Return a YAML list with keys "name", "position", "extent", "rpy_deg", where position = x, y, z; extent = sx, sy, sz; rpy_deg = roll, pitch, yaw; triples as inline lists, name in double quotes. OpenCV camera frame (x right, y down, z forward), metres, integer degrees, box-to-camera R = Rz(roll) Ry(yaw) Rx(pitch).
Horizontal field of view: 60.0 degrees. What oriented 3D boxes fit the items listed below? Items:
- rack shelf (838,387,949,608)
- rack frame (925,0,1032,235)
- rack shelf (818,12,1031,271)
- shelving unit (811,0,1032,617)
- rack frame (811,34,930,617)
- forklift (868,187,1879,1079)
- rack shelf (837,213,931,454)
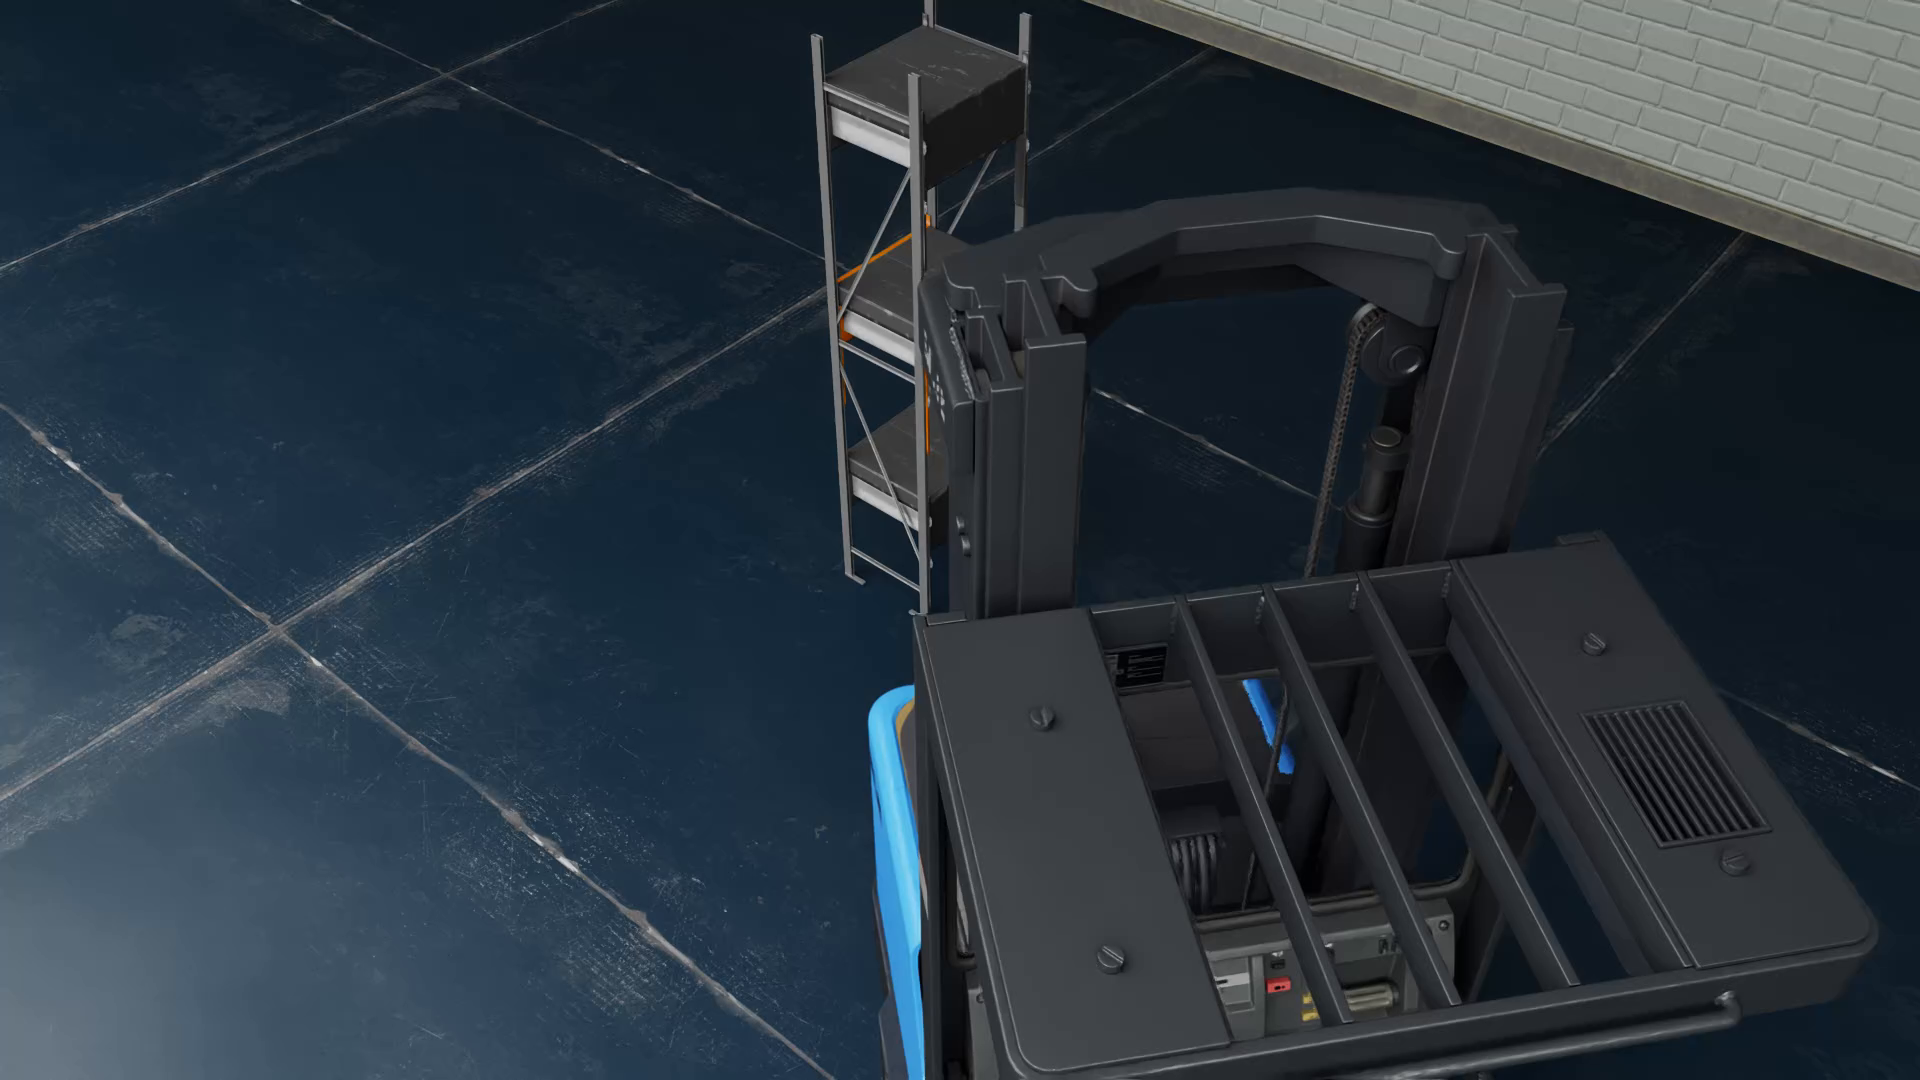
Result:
- name: "rack shelf"
  position: [-0.107, -0.164, 5.930]
  extent: [0.431, 0.518, 0.480]
  rpy_deg: [29, 50, 28]
- name: "rack frame"
  position: [0.050, -0.817, 5.588]
  extent: [0.400, 2.100, 0.015]
  rpy_deg: [29, 50, 28]
- name: "rack shelf"
  position: [-0.107, -1.199, 4.988]
  extent: [0.431, 0.518, 0.480]
  rpy_deg: [29, 50, 28]
- name: "shelving unit"
  position: [-0.107, -0.692, 5.450]
  extent: [0.431, 2.100, 0.503]
  rpy_deg: [29, 50, 28]
- name: "rack frame"
  position: [-0.264, -0.566, 5.312]
  extent: [0.400, 2.100, 0.015]
  rpy_deg: [29, 50, 28]
- name: "forklift"
  position: [0.517, 1.010, 2.961]
  extent: [1.130, 2.935, 3.031]
  rpy_deg: [-7, 43, -7]
- name: "rack shelf"
  position: [-0.107, -0.682, 5.459]
  extent: [0.431, 0.518, 0.480]
  rpy_deg: [29, 50, 28]
